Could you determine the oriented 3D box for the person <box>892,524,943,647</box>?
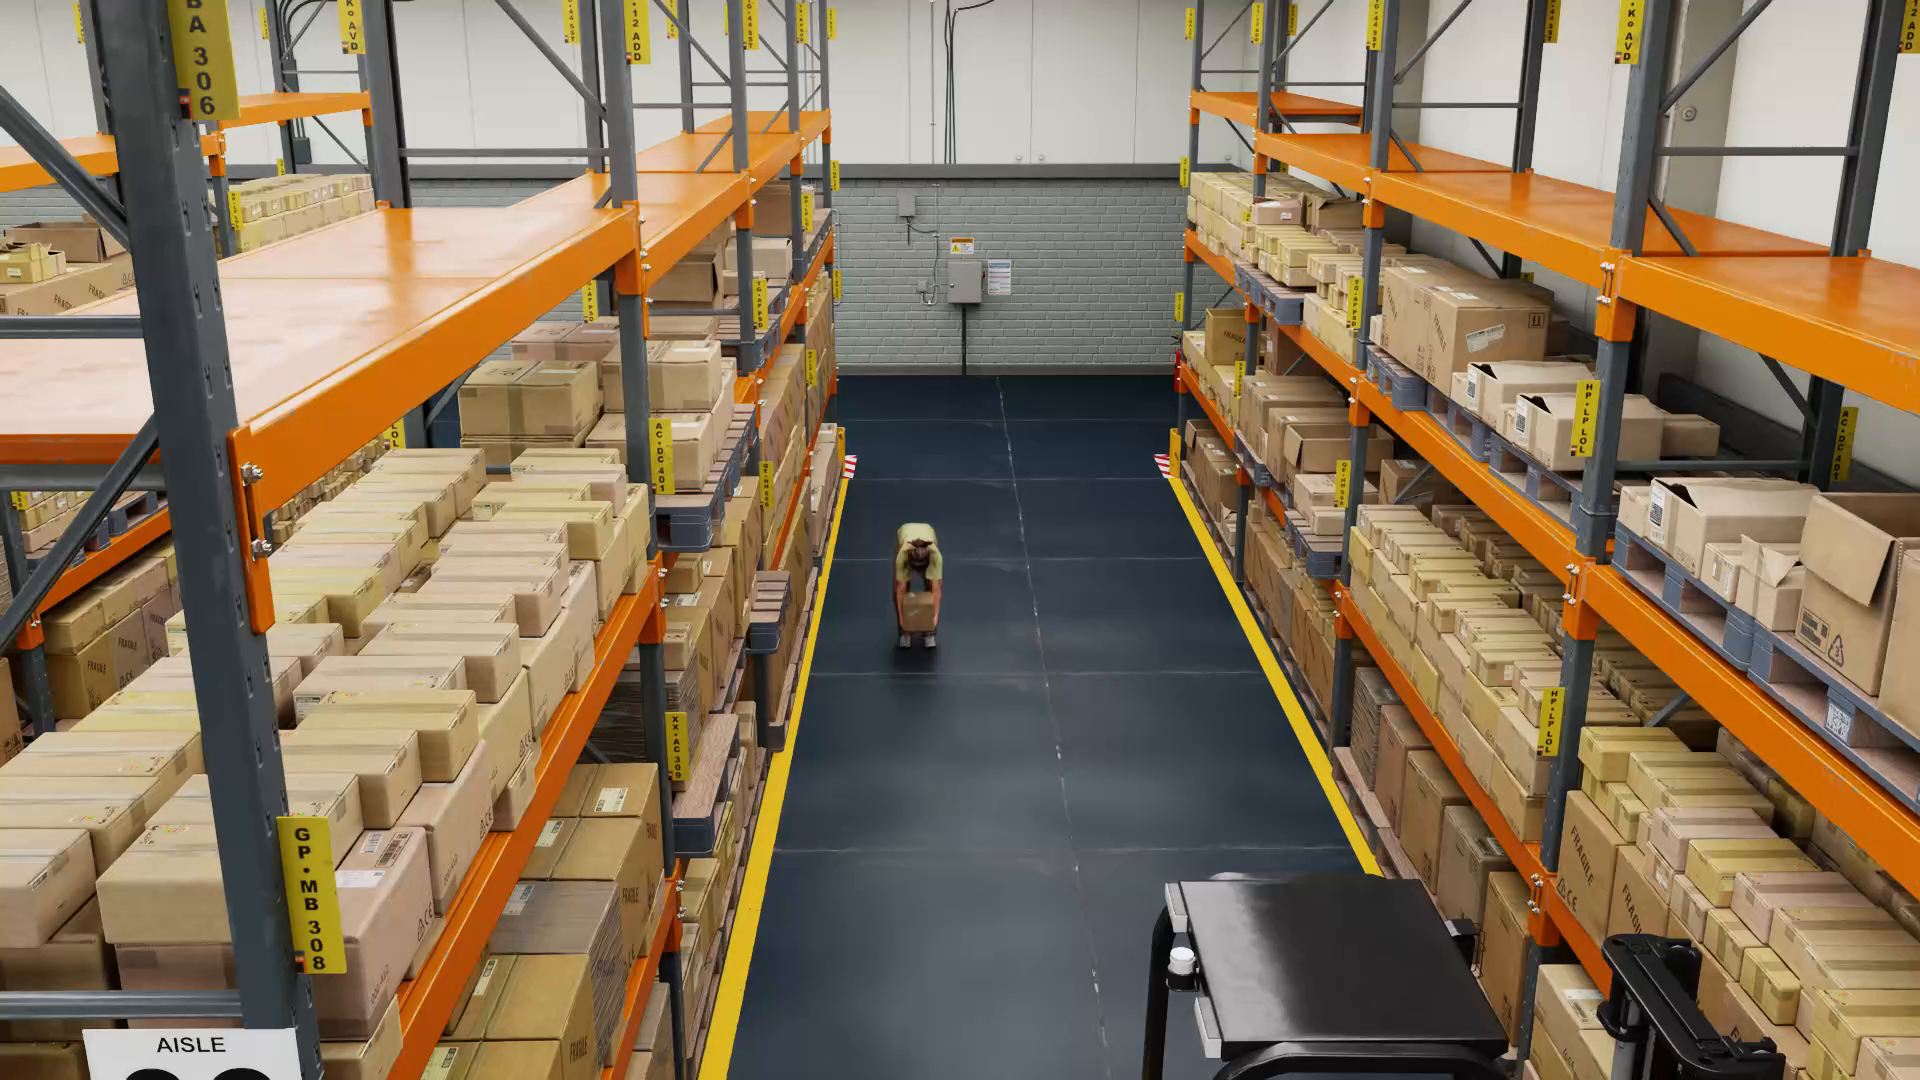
[{"bbox_3d":[-0.351,0.416,13.763,0.416,1.051,0.872,-1,17,-3],"label":"person"}]
